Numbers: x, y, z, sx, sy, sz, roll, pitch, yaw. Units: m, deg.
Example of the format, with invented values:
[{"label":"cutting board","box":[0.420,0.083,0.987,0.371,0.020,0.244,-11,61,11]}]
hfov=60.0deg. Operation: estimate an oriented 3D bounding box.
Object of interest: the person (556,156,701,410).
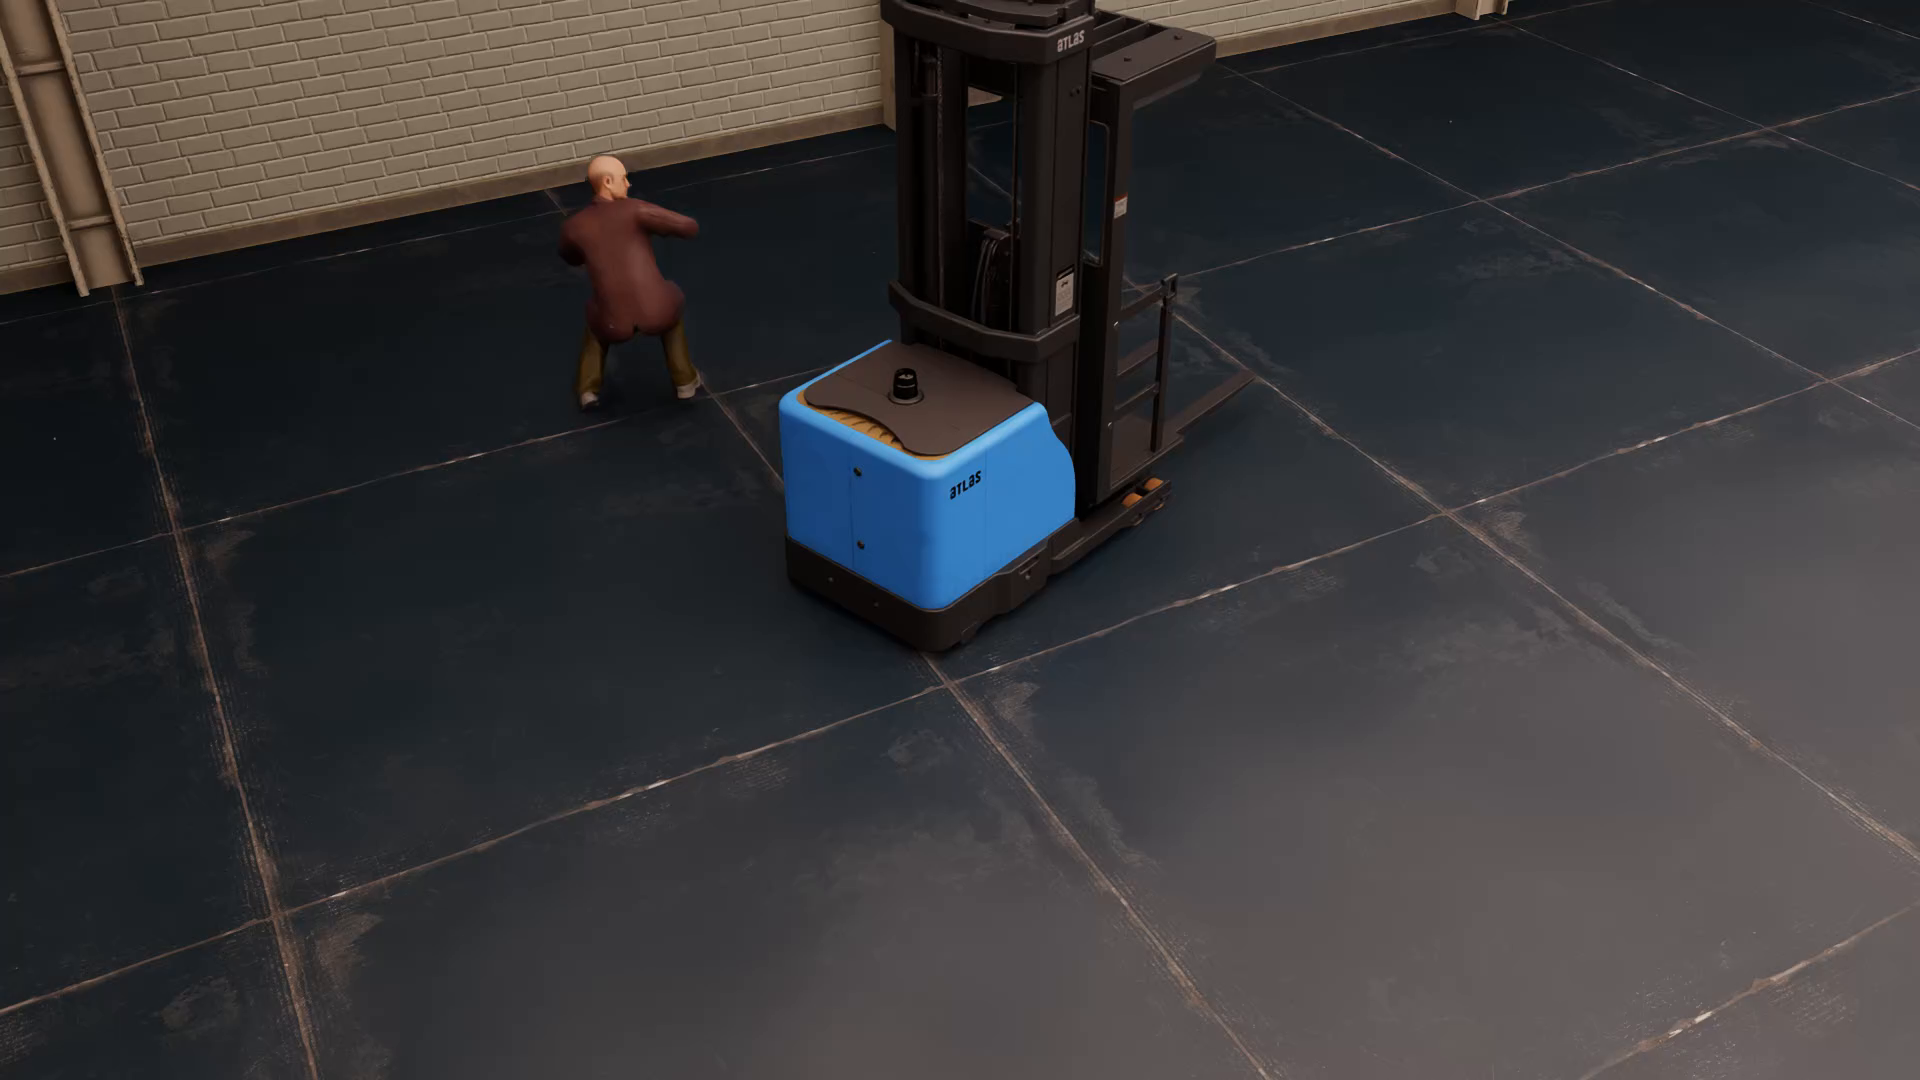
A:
[{"label":"person","box":[-1.856,-1.460,9.458,0.846,1.532,0.910,-2,35,-2]}]

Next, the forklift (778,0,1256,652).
[{"label":"forklift","box":[0.479,-1.446,8.169,1.130,2.935,3.031,26,43,32]}]
